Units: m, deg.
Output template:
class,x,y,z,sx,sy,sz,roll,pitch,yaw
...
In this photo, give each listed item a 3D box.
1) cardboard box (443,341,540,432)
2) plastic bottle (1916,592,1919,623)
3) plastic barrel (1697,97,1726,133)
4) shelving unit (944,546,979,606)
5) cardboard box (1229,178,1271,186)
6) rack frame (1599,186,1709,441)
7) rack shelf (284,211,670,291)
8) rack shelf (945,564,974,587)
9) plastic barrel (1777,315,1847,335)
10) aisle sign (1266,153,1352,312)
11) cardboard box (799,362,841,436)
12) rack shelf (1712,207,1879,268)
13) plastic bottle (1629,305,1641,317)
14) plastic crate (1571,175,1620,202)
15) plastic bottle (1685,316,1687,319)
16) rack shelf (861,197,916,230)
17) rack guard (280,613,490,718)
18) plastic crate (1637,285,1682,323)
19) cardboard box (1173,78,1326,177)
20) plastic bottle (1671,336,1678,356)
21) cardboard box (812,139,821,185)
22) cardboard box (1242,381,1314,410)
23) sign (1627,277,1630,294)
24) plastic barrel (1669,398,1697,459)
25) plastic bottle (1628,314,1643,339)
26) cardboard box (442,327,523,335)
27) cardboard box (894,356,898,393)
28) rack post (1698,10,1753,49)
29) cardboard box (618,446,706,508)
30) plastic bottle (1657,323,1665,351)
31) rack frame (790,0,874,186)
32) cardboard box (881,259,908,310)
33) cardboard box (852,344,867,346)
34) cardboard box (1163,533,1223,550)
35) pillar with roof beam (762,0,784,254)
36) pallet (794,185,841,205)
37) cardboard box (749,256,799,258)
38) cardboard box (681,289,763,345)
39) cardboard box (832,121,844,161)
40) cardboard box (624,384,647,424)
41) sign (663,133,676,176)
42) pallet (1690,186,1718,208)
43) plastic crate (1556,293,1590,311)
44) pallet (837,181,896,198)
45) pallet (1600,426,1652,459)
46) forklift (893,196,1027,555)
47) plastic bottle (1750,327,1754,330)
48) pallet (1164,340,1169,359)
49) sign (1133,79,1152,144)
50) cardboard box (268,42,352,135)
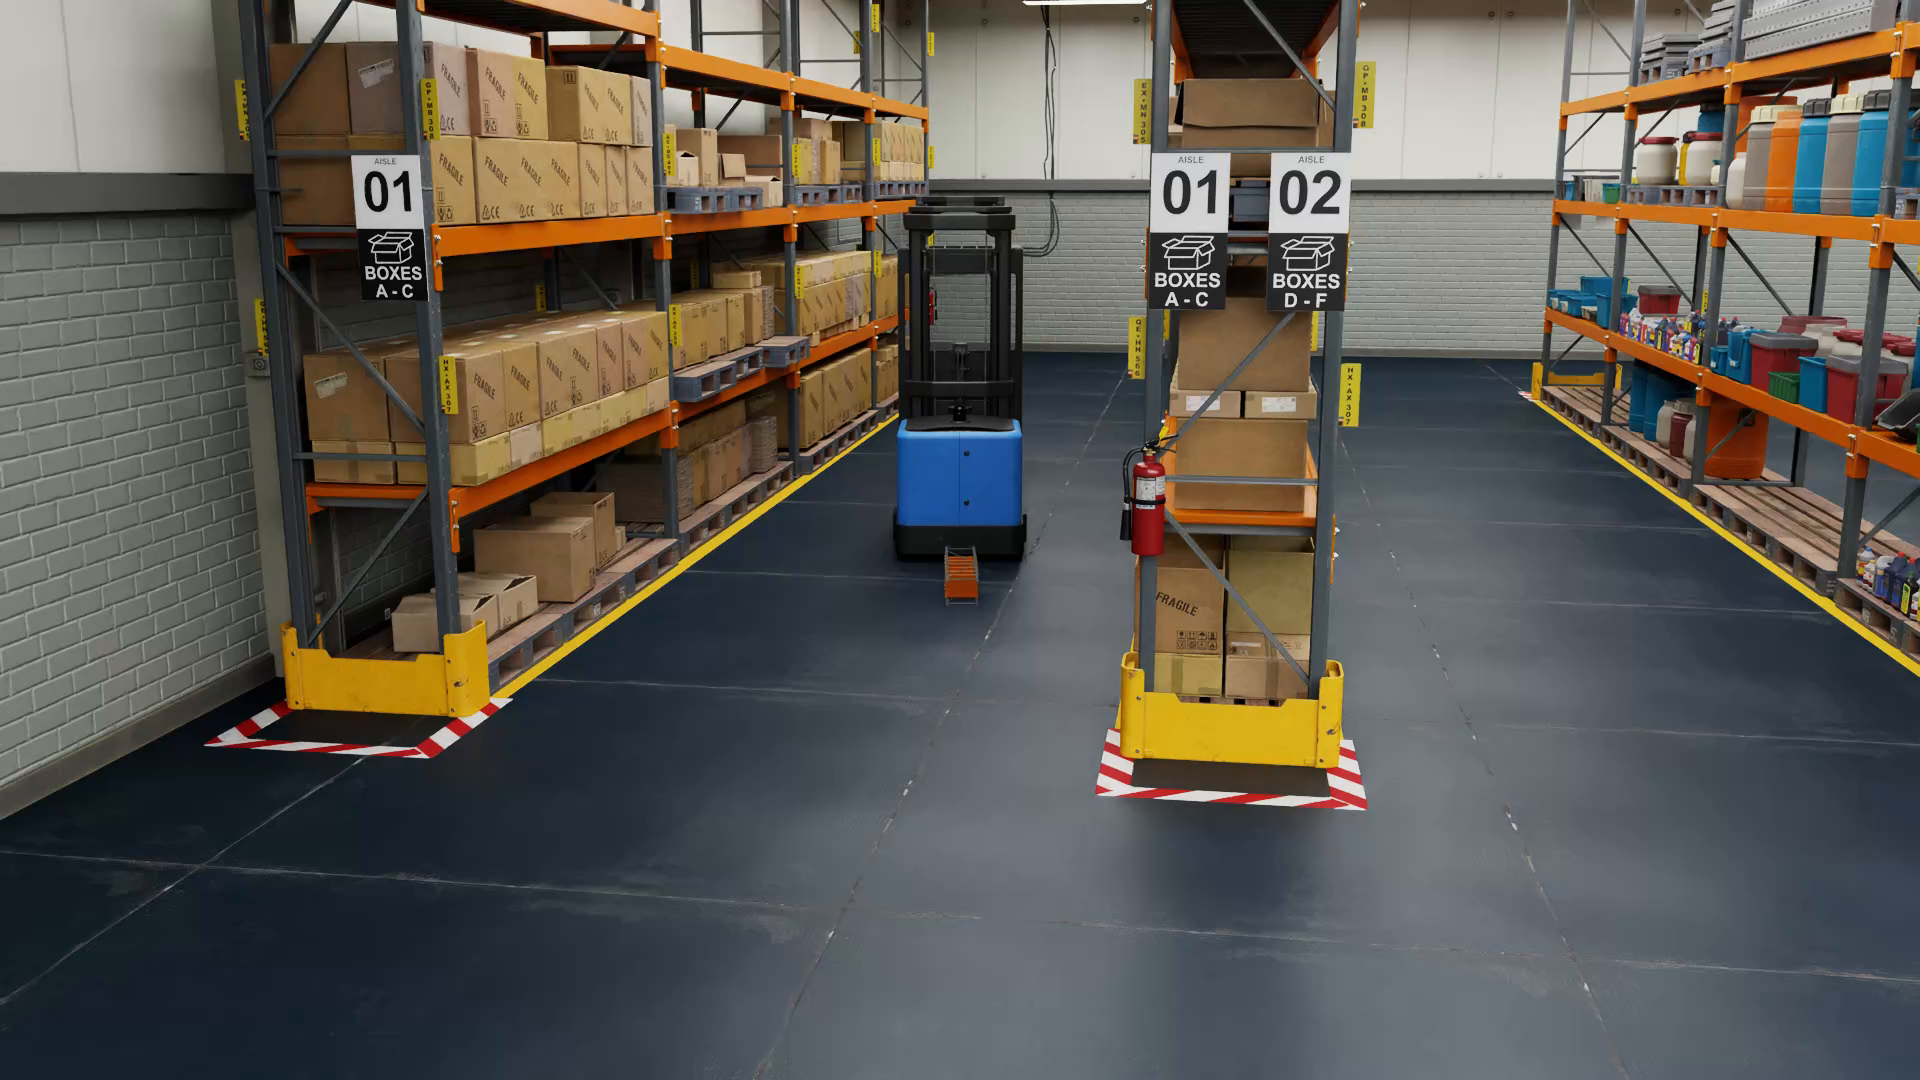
class,x,y,z,sx,sy,sz,roll,pitch,yaw
cardboard box,-2.967,-0.964,10.374,0.500,0.500,0.500,2,12,9
plastic bottle,6.352,0.382,10.845,0.144,0.351,0.185,2,12,8
plastic barrel,8.100,-4.202,17.565,0.600,0.901,0.708,2,12,9
shelving unit,0.008,0.269,12.784,0.258,0.189,1.200,0,12,-1
cardboard box,2.191,-2.868,12.920,0.500,0.250,0.500,3,13,15
rack frame,8.211,-2.646,19.649,1.000,3.000,0.127,2,12,9
rack shelf,-3.116,-2.000,11.239,1.077,0.370,4.000,2,12,9
rack shelf,0.008,0.260,12.828,0.258,0.180,0.103,0,12,-1
plastic barrel,7.824,-1.773,15.278,0.600,0.536,0.708,2,12,9
aisle sign,1.764,-1.556,8.423,0.394,0.787,0.004,2,12,9
cardboard box,-1.809,-1.619,18.993,0.750,0.750,0.750,2,12,8
rack shelf,7.288,-2.511,13.614,1.077,0.370,4.000,2,12,9
plastic bottle,7.831,-2.550,19.324,0.144,0.351,0.185,2,12,9
plastic crate,8.320,-4.605,21.769,0.504,0.338,0.767,2,12,9
plastic bottle,8.470,-2.492,19.233,0.152,0.276,0.135,2,12,9
rack shelf,-1.270,-4.498,22.831,1.077,0.370,4.000,2,12,9
rack guard,-3.412,0.738,9.885,1.175,0.500,0.348,2,12,9
plastic crate,8.596,-2.884,20.461,0.402,0.464,0.583,2,12,9
cardboard box,1.564,-2.219,8.975,0.797,0.503,0.637,3,12,13
plastic bottle,7.398,-2.007,17.157,0.097,0.201,0.097,0,12,0
cardboard box,-1.984,-4.297,18.911,0.700,0.500,0.500,2,12,9
cardboard box,1.783,-0.805,9.330,0.380,0.149,0.250,2,12,7
sign,9.372,-3.544,23.429,0.100,0.325,0.005,2,12,9
plastic barrel,7.828,-1.177,17.562,0.600,0.588,0.708,2,12,9
plastic bottle,7.707,-2.425,18.919,0.152,0.276,0.135,2,12,9
cardboard box,-3.321,-1.194,11.441,0.500,0.500,0.500,2,12,9
cardboard box,-1.200,-2.314,23.045,0.700,0.500,0.500,2,12,10
rack post,7.667,-4.861,15.868,0.954,0.300,0.937,2,12,9
cardboard box,-2.682,-0.557,14.849,0.700,0.500,0.500,2,12,8
plastic bottle,7.461,-2.158,17.664,0.061,0.283,0.133,2,12,9
rack frame,-1.578,-5.899,20.507,1.000,3.000,0.127,2,12,9
cardboard box,-1.258,-3.529,23.037,0.980,0.700,0.700,1,12,6
cardboard box,-1.421,-2.613,22.894,0.380,0.149,0.250,2,12,9
cardboard box,1.400,0.133,10.504,0.500,0.500,0.500,2,12,9
pillar with roof beam,1.929,-5.934,20.666,9.100,9.000,0.400,2,12,9
pallet,-1.977,-3.877,18.690,1.003,0.211,1.213,2,12,11
cardboard box,-2.137,-3.128,19.116,0.500,0.250,0.500,2,12,7
cardboard box,-2.315,-2.183,16.219,0.700,0.500,0.500,1,12,3
cardboard box,-1.701,-5.133,21.415,0.500,0.500,0.500,2,12,8
cardboard box,-2.666,-1.026,12.442,0.500,0.250,0.500,2,12,9
sign,-2.271,-3.004,12.967,0.100,0.325,0.005,2,12,9
pallet,7.810,-3.343,16.214,1.003,0.211,1.213,2,12,9
plastic crate,8.362,-3.248,22.700,0.416,0.233,0.300,2,12,9
pallet,-1.442,-4.560,21.621,1.003,0.211,1.213,2,12,9
pallet,8.051,-1.123,19.204,1.003,0.211,1.213,2,12,9
forklift,0.003,-1.564,14.795,1.130,2.935,3.031,0,12,0
plastic bottle,8.205,-2.075,17.277,0.061,0.283,0.133,2,12,9
pallet,2.737,-2.024,17.220,1.213,0.211,1.003,2,12,9
sign,0.938,-2.190,8.501,0.100,0.325,0.005,2,12,9
cardboard box,-3.615,-2.581,9.570,0.500,0.500,0.500,2,12,11
